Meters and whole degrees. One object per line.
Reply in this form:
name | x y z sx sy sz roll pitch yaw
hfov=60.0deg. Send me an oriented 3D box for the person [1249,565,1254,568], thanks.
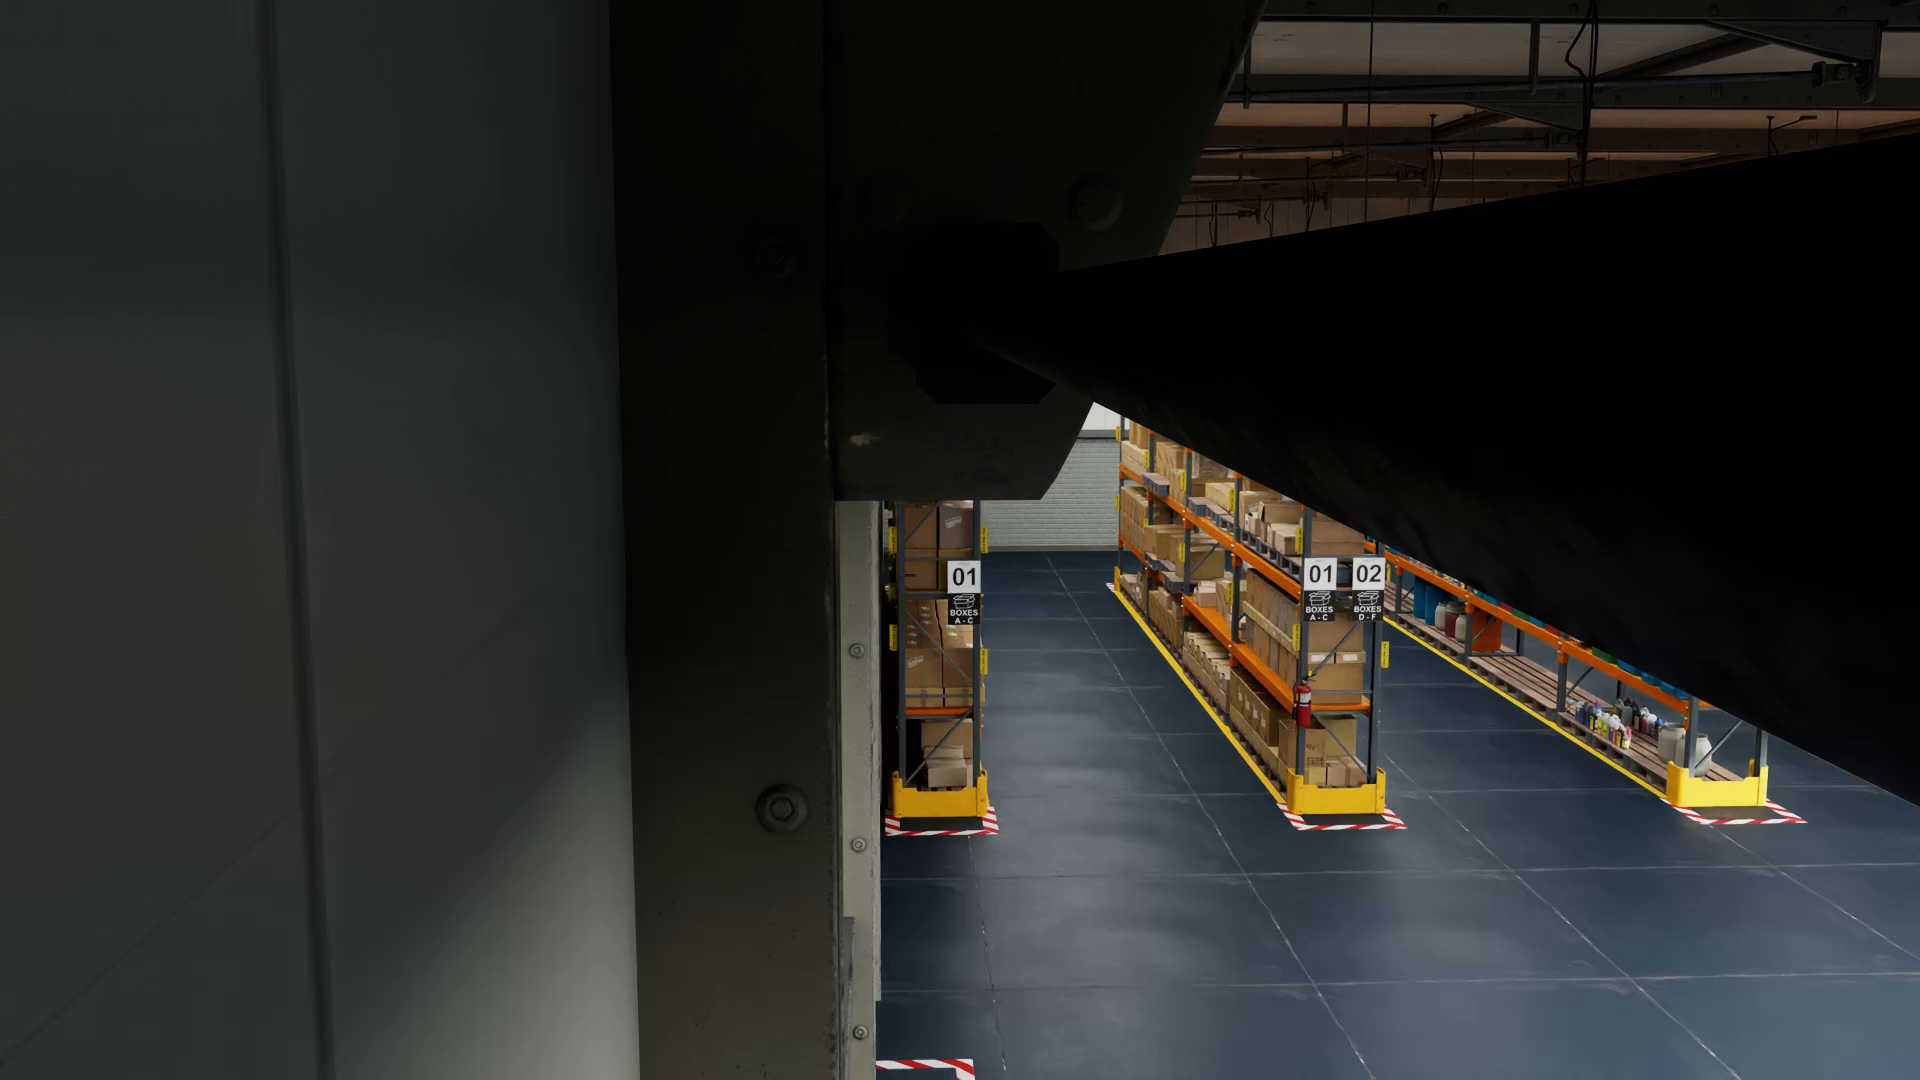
person | 5.735 0.919 31.914 0.486 1.622 1.045 0 8 -2
